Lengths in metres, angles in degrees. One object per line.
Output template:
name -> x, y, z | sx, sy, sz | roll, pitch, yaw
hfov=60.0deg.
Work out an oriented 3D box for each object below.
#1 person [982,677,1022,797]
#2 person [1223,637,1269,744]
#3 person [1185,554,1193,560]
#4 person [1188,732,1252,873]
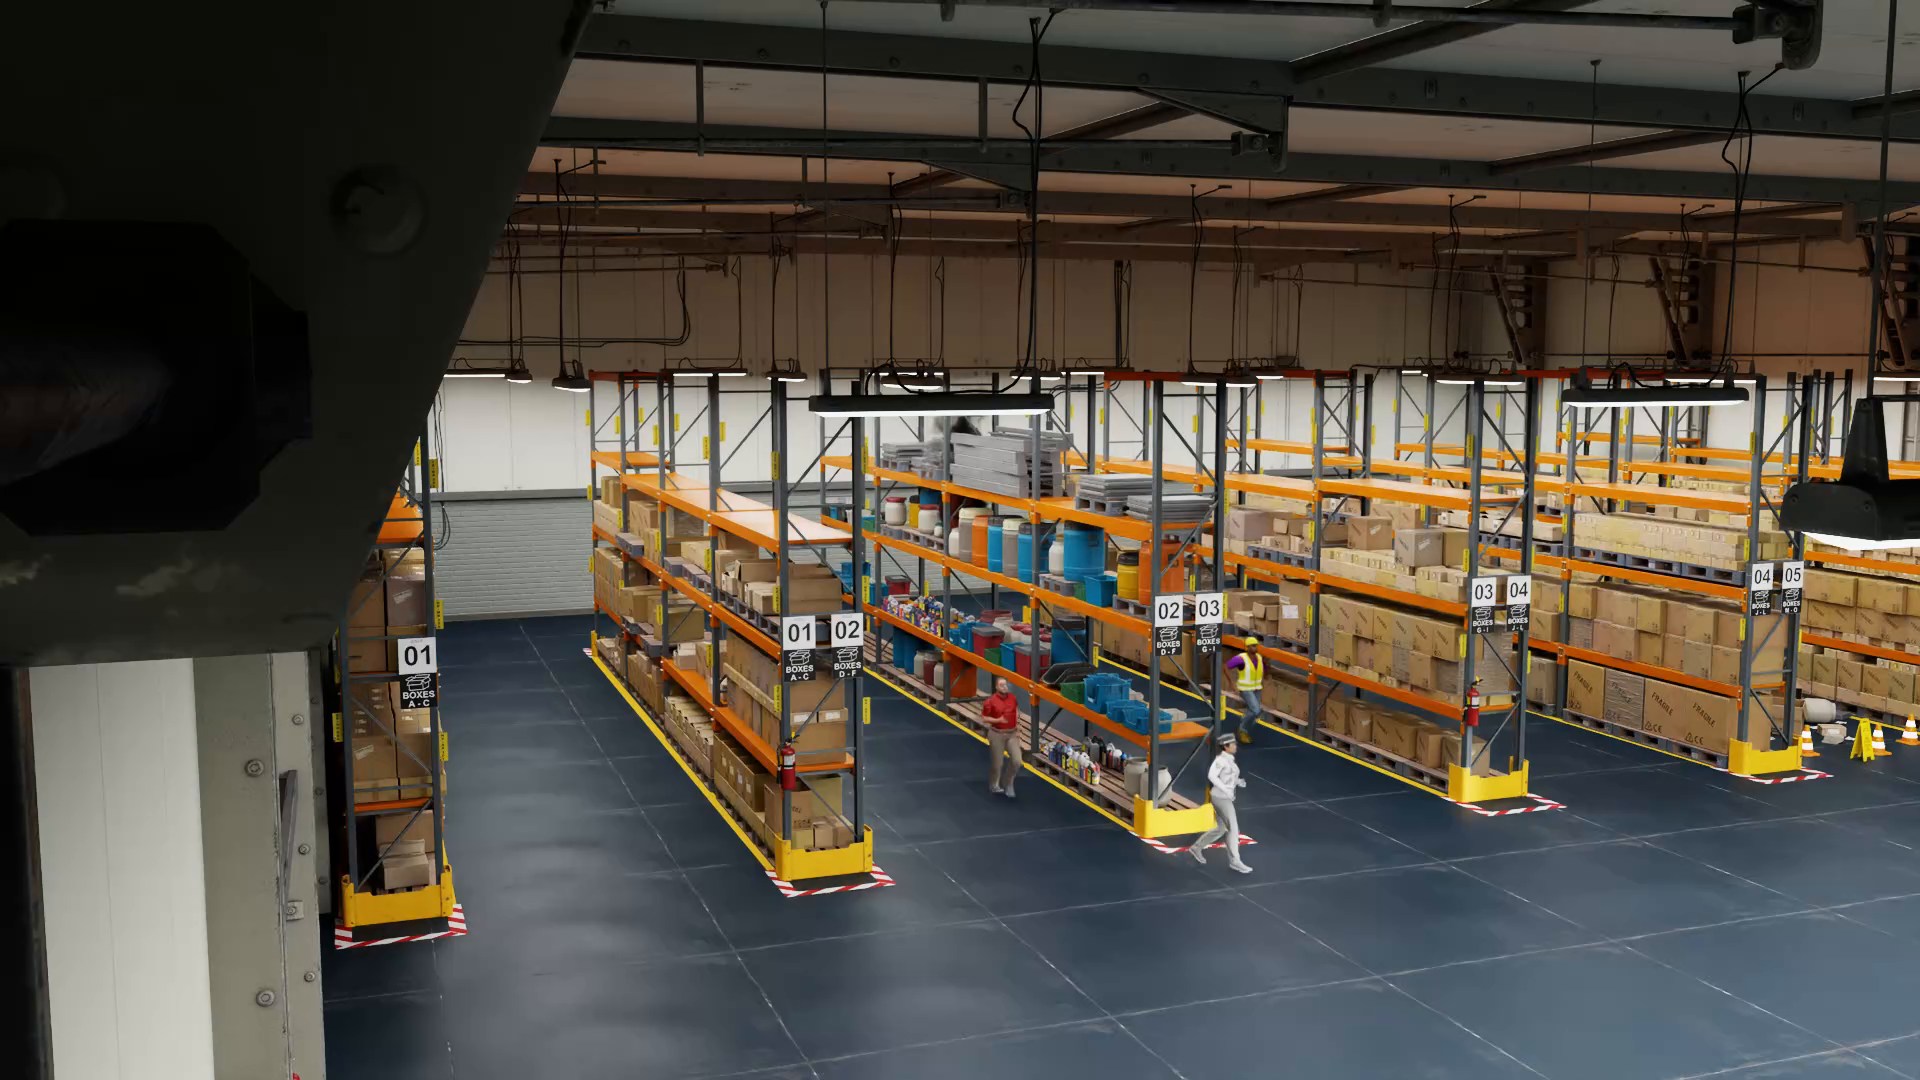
person -> 0.638, 2.844, 23.776 | 0.643, 1.754, 0.676 | -3, 7, -23
person -> 4.731, 2.441, 27.007 | 0.692, 1.741, 0.660 | -4, 8, -34
person -> 5.753, 0.938, 41.148 | 0.817, 1.620, 0.708 | 5, 8, 40
person -> 3.248, 3.218, 20.604 | 0.798, 1.675, 0.622 | 2, 7, 14
